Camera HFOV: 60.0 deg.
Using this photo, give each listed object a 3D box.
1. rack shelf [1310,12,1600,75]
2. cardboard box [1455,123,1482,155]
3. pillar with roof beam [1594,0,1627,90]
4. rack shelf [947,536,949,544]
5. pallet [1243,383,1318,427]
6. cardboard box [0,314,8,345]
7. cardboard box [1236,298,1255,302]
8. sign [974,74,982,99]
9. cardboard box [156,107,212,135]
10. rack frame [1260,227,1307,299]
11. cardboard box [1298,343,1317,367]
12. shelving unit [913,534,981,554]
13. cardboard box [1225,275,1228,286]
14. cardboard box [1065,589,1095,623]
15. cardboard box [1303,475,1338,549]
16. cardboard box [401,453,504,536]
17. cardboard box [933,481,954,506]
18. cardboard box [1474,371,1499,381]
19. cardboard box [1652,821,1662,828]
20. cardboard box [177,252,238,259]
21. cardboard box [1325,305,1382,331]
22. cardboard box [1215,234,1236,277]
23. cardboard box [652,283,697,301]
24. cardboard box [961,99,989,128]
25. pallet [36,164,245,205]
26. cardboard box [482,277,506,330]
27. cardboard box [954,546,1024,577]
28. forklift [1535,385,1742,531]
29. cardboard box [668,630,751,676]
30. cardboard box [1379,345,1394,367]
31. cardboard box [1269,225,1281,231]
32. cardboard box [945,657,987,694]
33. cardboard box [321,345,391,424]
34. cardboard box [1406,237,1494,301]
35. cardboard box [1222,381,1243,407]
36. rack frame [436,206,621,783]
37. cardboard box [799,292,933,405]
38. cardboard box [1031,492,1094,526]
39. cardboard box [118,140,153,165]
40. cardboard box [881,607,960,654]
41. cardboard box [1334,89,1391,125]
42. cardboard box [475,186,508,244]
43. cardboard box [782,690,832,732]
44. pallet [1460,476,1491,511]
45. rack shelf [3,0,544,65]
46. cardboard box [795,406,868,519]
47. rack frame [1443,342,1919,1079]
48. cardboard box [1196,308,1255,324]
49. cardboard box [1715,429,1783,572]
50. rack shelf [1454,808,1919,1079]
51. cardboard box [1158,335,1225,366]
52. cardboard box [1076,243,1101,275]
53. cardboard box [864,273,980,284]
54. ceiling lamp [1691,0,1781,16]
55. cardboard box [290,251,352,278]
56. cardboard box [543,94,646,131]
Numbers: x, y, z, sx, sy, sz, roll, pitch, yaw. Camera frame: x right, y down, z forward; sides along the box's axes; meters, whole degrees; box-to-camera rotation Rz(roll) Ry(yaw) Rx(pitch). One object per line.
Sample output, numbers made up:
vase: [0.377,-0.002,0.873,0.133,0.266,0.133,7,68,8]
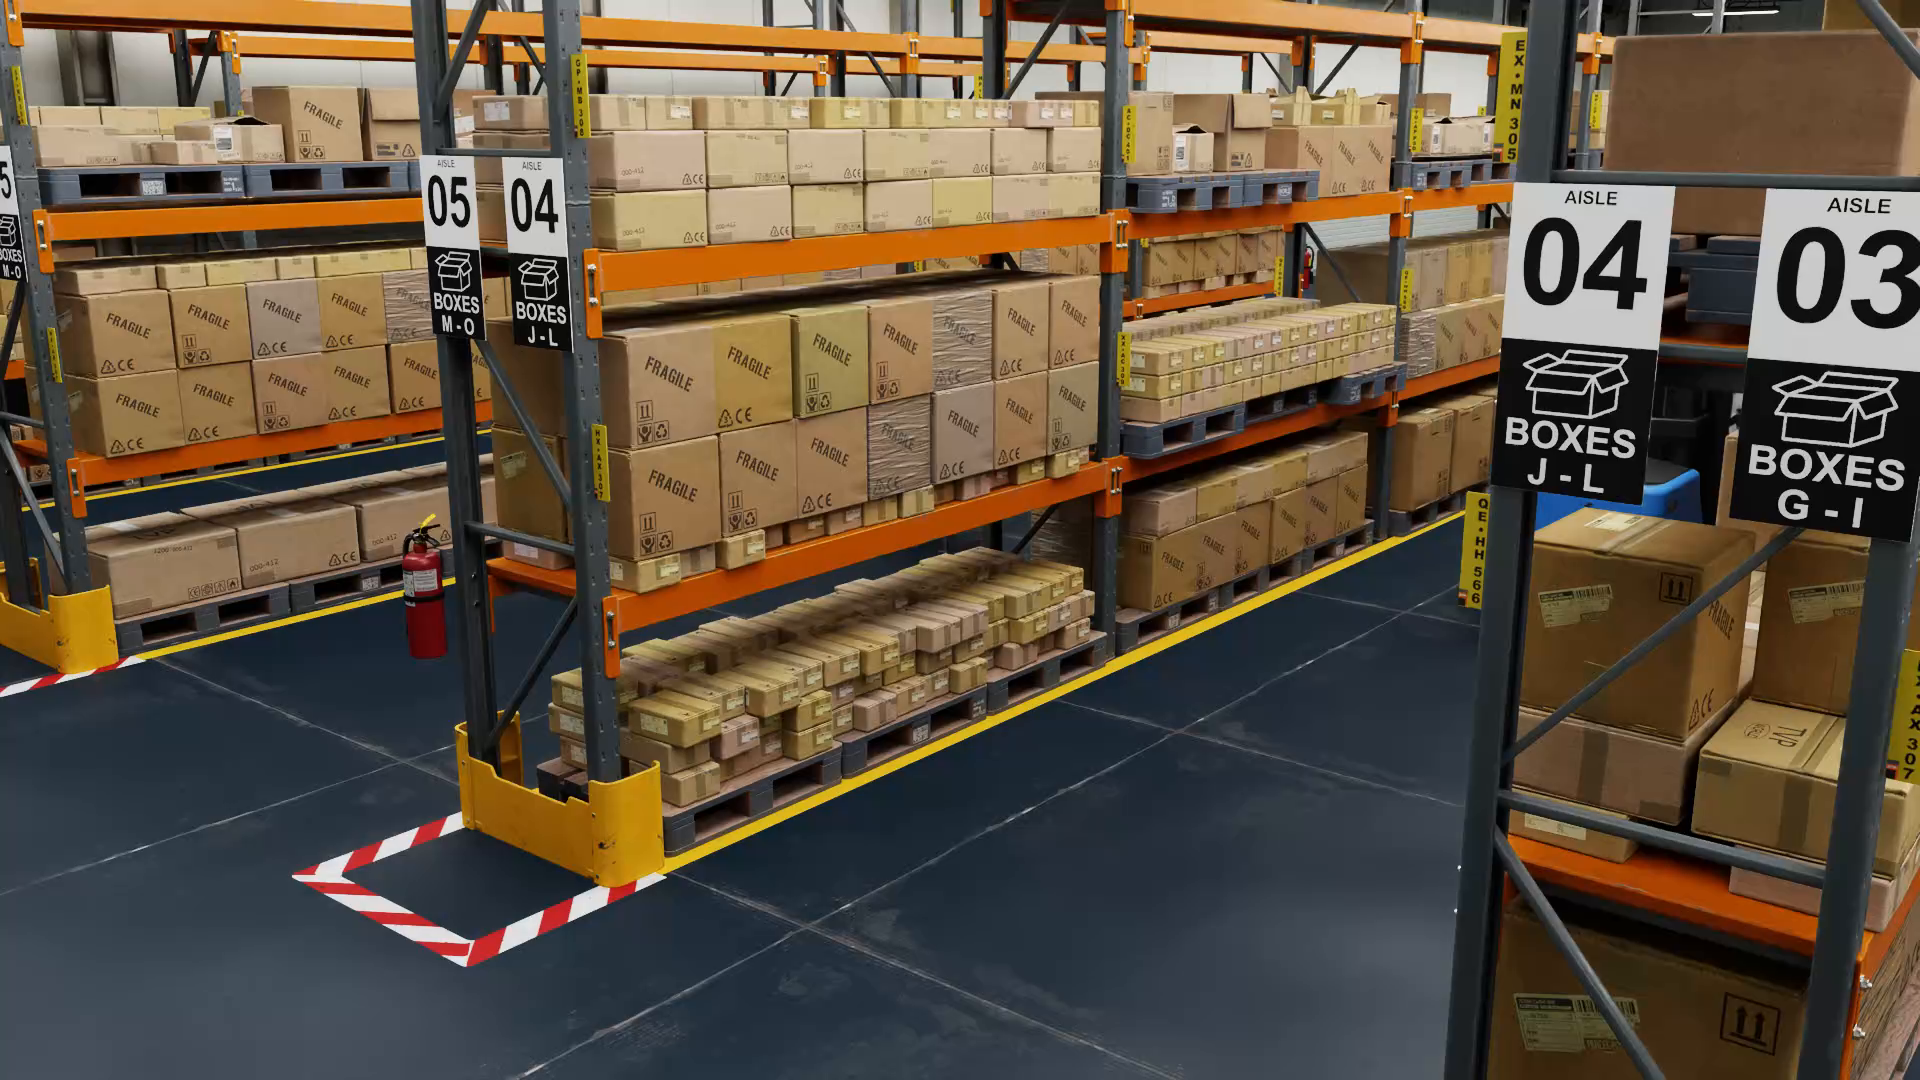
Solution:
rack shelf: [4.334,-4.273,14.438,1.077,0.370,4.000,11,18,38]
cardboard box: [4.018,-3.358,13.906,0.500,0.250,0.500,12,18,39]
pillar with roof beam: [21.393,-12.563,44.801,9.100,9.000,0.548,11,18,38]
rack shelf: [-0.104,-0.294,13.415,0.431,0.518,0.480,11,18,38]
pallet: [1.865,-1.046,12.038,1.003,0.211,1.213,11,18,38]
cardboard box: [-8.600,-1.817,14.385,0.500,0.250,0.500,11,18,36]
cardboard box: [3.552,-3.030,21.348,0.380,0.149,0.250,12,18,38]
sign: [0.129,-2.739,10.370,0.100,0.325,0.005,11,18,38]
cardboard box: [-7.344,-3.906,15.500,0.500,0.250,0.500,11,18,38]
rack frame: [4.191,-3.803,22.501,1.000,3.000,0.127,11,18,38]
cardboard box: [2.312,-1.338,11.850,0.380,0.149,0.250,12,18,39]
shelving unit: [-0.104,-0.986,13.240,0.431,2.100,0.503,11,18,38]
cardboard box: [3.147,-3.287,20.980,0.380,0.149,0.250,11,18,38]
cardboard box: [0.612,0.385,10.347,0.380,0.149,0.250,12,18,39]
cardboard box: [2.538,-0.251,12.743,0.500,0.500,0.500,12,19,40]
cardboard box: [-3.829,-0.363,13.311,0.875,0.438,0.875,11,18,37]
cardboard box: [-0.256,-0.295,9.201,0.380,0.149,0.250,11,18,37]
cardboard box: [5.271,-1.271,16.249,1.050,0.750,0.750,11,18,37]
cardboard box: [1.973,0.747,5.100,0.380,0.149,0.250,11,18,38]
cardboard box: [-5.147,-1.882,11.387,0.380,0.149,0.250,11,18,37]
cardboard box: [2.966,-1.682,12.601,0.380,0.149,0.250,11,18,37]
cardboard box: [3.096,-3.565,20.755,0.500,0.500,0.500,12,18,38]
cardboard box: [-2.552,-2.180,13.877,0.500,0.500,0.500,11,18,37]
cardboard box: [-0.070,-2.272,8.861,0.380,0.149,0.250,10,18,35]
pallet: [-5.407,-2.294,10.647,1.003,0.211,1.213,11,18,38]
cardboard box: [-3.758,-1.809,12.418,0.500,0.500,0.500,11,18,37]
cardboard box: [0.185,0.165,10.608,0.380,0.149,0.250,12,19,40]
forklift: [4.990,-1.066,11.867,1.130,2.935,3.031,11,18,37]
cardboard box: [-1.337,0.609,8.864,0.380,0.149,0.250,10,18,35]
cardboard box: [3.125,-1.441,12.859,0.380,0.149,0.250,12,18,38]
cardboard box: [3.716,-4.253,21.434,0.700,0.500,0.500,11,18,38]
cardboard box: [-0.069,0.746,9.532,0.380,0.149,0.250,11,18,37]
cardboard box: [-4.408,-1.129,11.773,0.500,0.500,0.500,12,19,39]
cardboard box: [4.326,-2.435,14.884,0.700,0.500,0.500,11,18,37]
cardboard box: [1.657,-0.994,11.099,0.380,0.149,0.250,11,18,38]
rack frame: [-1.951,0.008,7.500,1.000,3.000,0.127,11,18,38]
cardboard box: [-0.488,-1.006,8.654,0.500,0.500,0.500,11,18,36]
cardboard box: [0.835,-0.296,11.395,0.500,0.250,0.500,11,18,36]
cardboard box: [-5.451,-2.516,10.796,0.380,0.149,0.250,10,17,33]
cardboard box: [-0.221,0.501,9.287,0.380,0.149,0.250,10,18,36]
cardboard box: [3.025,-3.280,12.592,0.396,0.266,0.258,11,18,38]
cardboard box: [-1.871,-1.501,7.654,0.500,0.250,0.500,11,18,36]
cardboard box: [-0.875,0.845,8.539,0.380,0.149,0.250,12,19,39]
pallet: [4.398,-0.545,15.339,1.003,0.211,1.213,11,18,38]
rack shelf: [-4.608,-3.487,11.346,1.077,0.370,4.000,11,18,38]
cardboard box: [-0.820,-0.426,8.402,0.500,0.500,0.500,12,18,38]
rack frame: [1.843,0.795,4.403,1.000,3.000,0.127,11,18,38]
cardboard box: [1.976,-1.635,12.416,0.380,0.149,0.250,12,19,40]
cardboard box: [3.219,-0.161,6.341,0.500,0.500,0.500,11,18,36]
rack shelf: [3.100,0.760,5.999,1.077,0.370,4.000,11,18,38]
cardboard box: [1.502,-1.236,10.844,0.380,0.149,0.250,11,18,38]
cardboard box: [1.255,-3.214,18.523,0.500,0.500,0.500,11,18,38]
cardboard box: [-0.224,-1.285,9.752,0.500,0.500,0.500,11,18,36]
ceiling lamp: [19.311,-14.584,40.899,2.000,3.185,0.800,11,18,38]
cardboard box: [-4.419,-1.902,11.467,0.380,0.149,0.250,11,18,36]
cardboard box: [-1.570,-1.836,7.144,0.380,0.149,0.250,11,18,37]
